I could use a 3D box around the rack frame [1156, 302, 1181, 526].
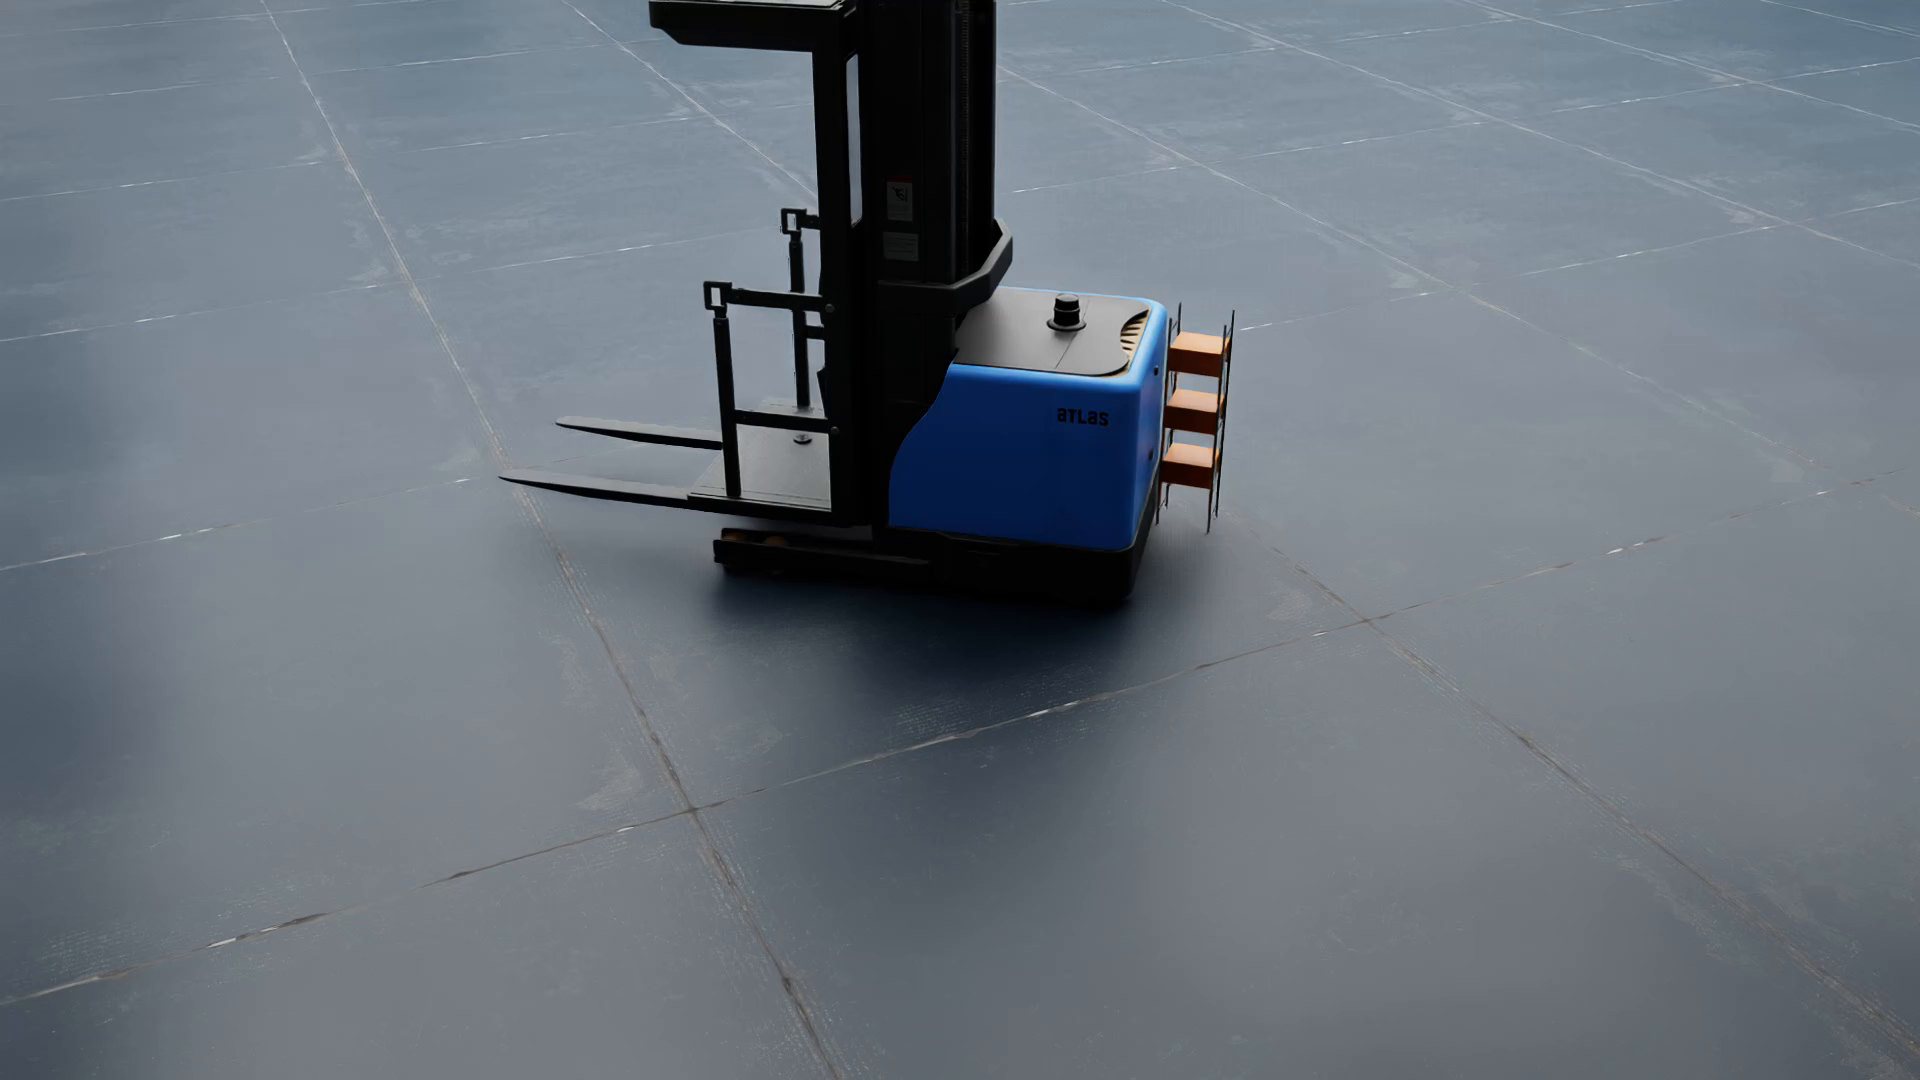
[{"bbox_3d":[0.964,-0.570,7.693,0.008,1.050,0.200,10,31,17],"label":"rack frame"}]

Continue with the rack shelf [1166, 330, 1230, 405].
[{"bbox_3d":[1.079,-0.788,7.524,0.240,0.259,0.215,10,31,17],"label":"rack shelf"}]

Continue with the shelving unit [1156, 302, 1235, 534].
[{"bbox_3d":[1.079,-0.550,7.657,0.252,1.050,0.215,10,31,17],"label":"shelving unit"}]

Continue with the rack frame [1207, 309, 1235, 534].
[{"bbox_3d":[1.194,-0.530,7.621,0.008,1.050,0.200,10,31,17],"label":"rack frame"}]

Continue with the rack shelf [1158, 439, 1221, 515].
[{"bbox_3d":[1.079,-0.298,7.798,0.240,0.259,0.215,10,31,17],"label":"rack shelf"}]

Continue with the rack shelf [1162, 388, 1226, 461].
[{"bbox_3d":[1.079,-0.541,7.662,0.240,0.259,0.215,10,31,17],"label":"rack shelf"}]

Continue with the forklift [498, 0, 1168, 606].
[{"bbox_3d":[-0.628,-1.368,7.193,3.031,2.935,1.130,7,30,12],"label":"forklift"}]
